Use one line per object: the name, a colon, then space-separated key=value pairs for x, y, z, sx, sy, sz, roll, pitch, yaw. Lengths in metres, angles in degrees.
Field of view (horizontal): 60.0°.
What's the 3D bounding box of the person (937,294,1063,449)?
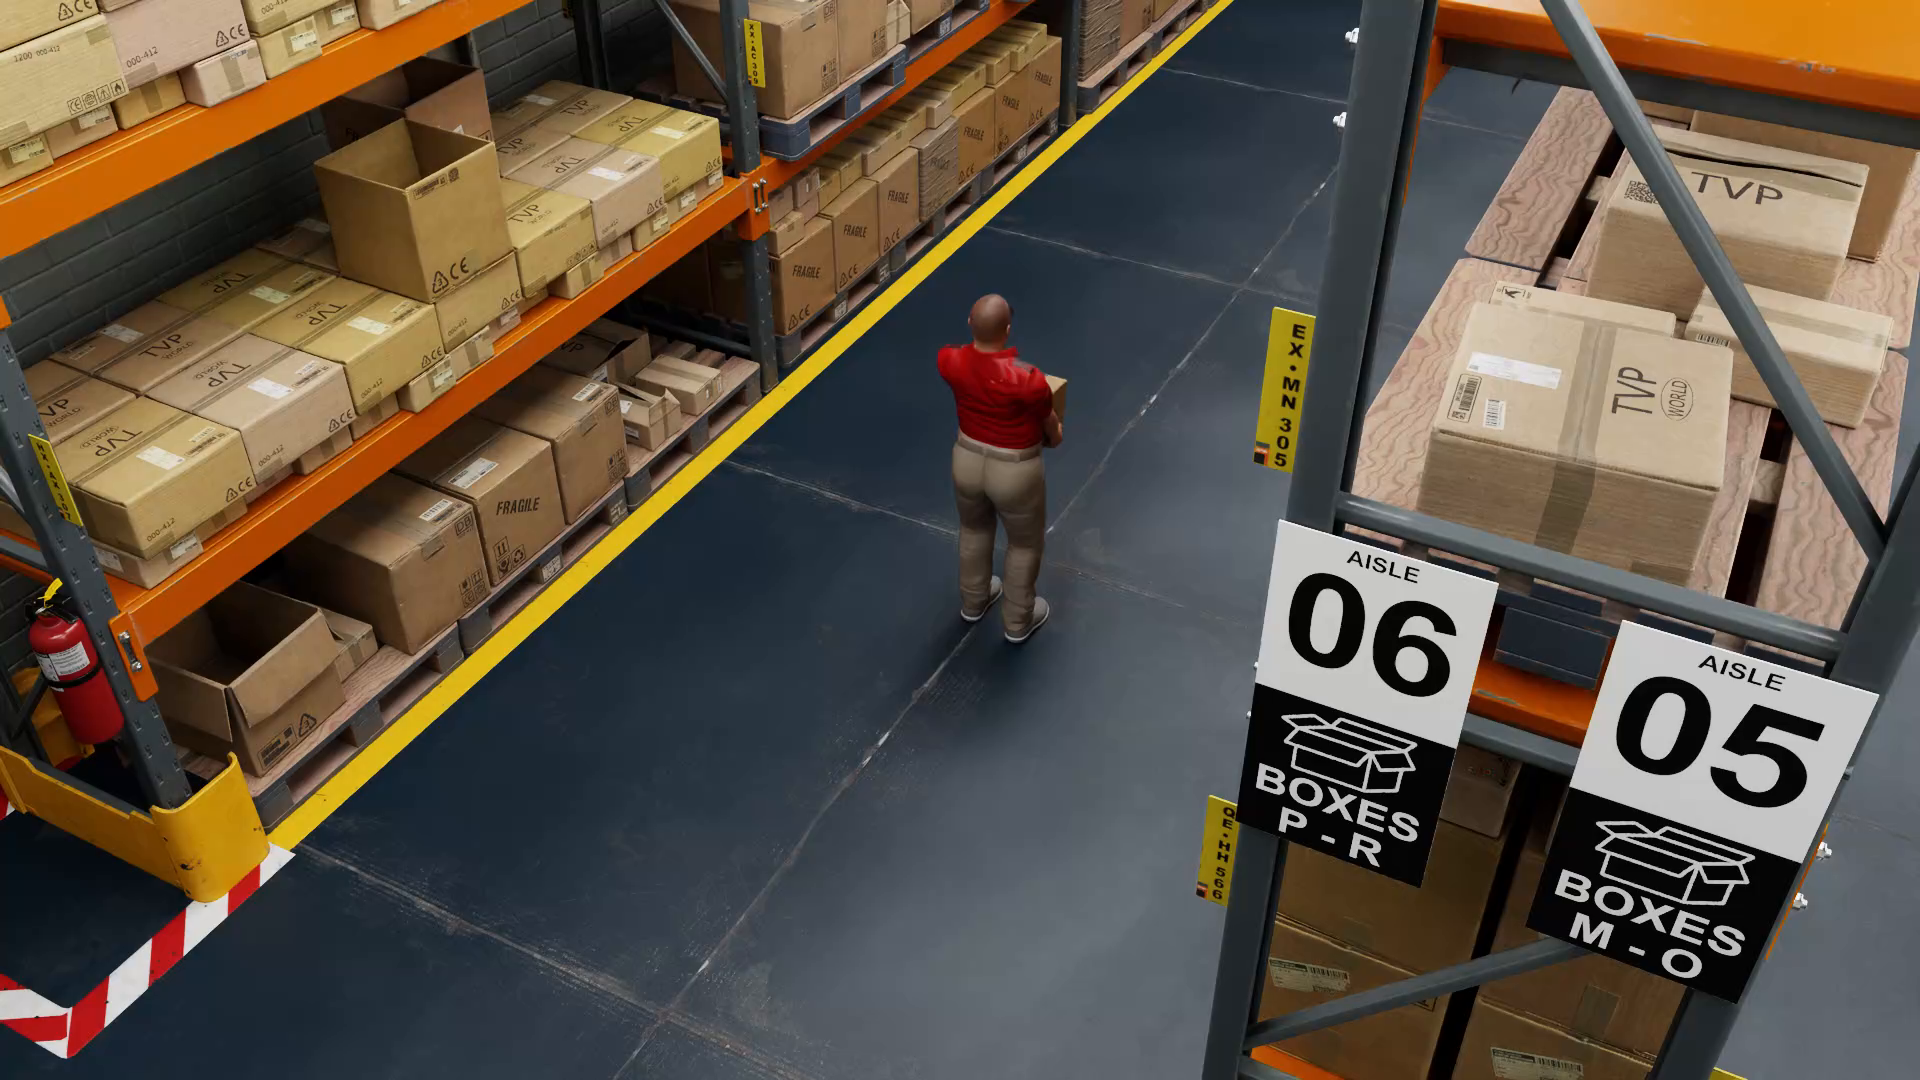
person: x=0.199 y=-0.705 z=6.976 sx=0.494 sy=0.852 sz=0.523 roll=18 pitch=41 yaw=22
